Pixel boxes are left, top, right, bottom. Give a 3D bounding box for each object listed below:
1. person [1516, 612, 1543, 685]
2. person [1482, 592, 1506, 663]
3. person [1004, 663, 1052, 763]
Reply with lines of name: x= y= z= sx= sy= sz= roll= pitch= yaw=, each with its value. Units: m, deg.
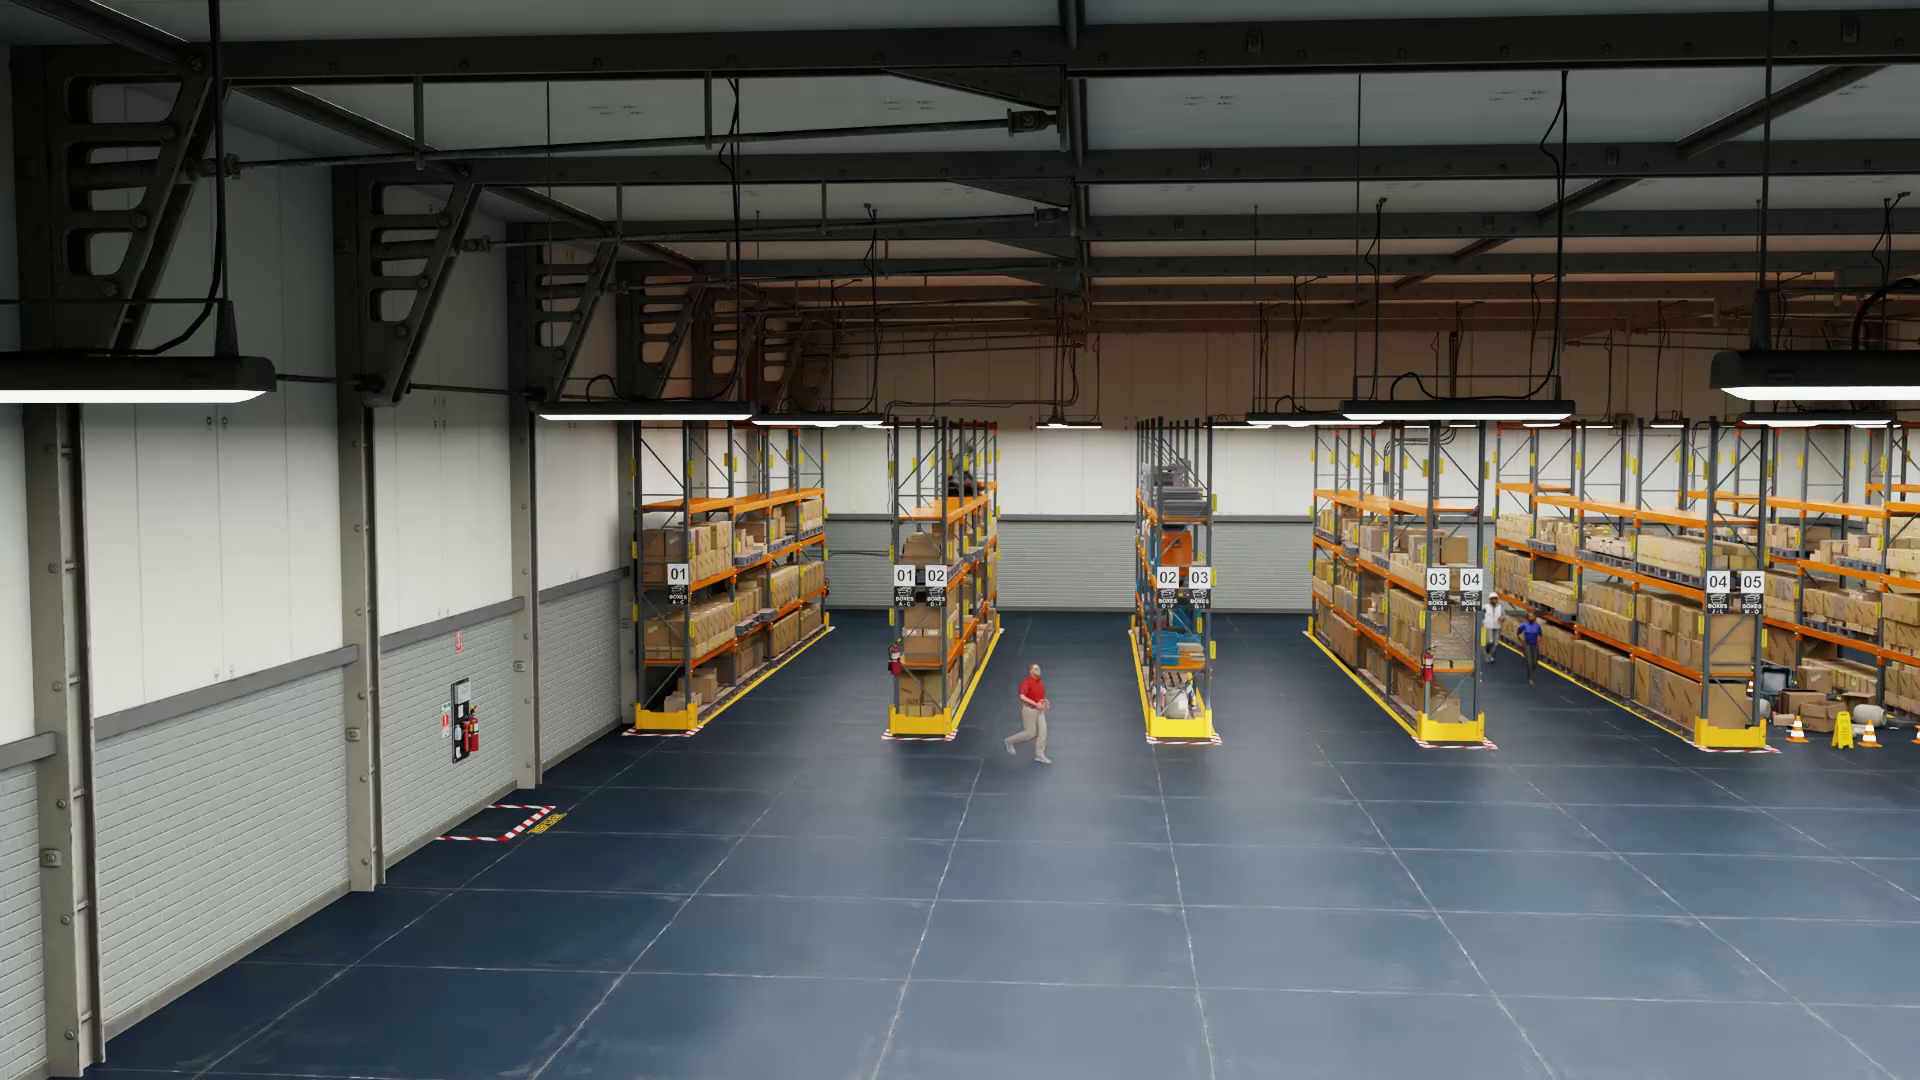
person: x=12.948 y=2.451 z=37.794 sx=0.587 sy=1.638 sz=0.621 roll=0 pitch=4 yaw=5
person: x=13.117 y=2.168 z=40.928 sx=0.638 sy=1.751 sz=0.670 roll=0 pitch=4 yaw=4
person: x=1.229 y=2.997 z=28.910 sx=0.844 sy=1.727 sz=0.670 roll=2 pitch=4 yaw=34
